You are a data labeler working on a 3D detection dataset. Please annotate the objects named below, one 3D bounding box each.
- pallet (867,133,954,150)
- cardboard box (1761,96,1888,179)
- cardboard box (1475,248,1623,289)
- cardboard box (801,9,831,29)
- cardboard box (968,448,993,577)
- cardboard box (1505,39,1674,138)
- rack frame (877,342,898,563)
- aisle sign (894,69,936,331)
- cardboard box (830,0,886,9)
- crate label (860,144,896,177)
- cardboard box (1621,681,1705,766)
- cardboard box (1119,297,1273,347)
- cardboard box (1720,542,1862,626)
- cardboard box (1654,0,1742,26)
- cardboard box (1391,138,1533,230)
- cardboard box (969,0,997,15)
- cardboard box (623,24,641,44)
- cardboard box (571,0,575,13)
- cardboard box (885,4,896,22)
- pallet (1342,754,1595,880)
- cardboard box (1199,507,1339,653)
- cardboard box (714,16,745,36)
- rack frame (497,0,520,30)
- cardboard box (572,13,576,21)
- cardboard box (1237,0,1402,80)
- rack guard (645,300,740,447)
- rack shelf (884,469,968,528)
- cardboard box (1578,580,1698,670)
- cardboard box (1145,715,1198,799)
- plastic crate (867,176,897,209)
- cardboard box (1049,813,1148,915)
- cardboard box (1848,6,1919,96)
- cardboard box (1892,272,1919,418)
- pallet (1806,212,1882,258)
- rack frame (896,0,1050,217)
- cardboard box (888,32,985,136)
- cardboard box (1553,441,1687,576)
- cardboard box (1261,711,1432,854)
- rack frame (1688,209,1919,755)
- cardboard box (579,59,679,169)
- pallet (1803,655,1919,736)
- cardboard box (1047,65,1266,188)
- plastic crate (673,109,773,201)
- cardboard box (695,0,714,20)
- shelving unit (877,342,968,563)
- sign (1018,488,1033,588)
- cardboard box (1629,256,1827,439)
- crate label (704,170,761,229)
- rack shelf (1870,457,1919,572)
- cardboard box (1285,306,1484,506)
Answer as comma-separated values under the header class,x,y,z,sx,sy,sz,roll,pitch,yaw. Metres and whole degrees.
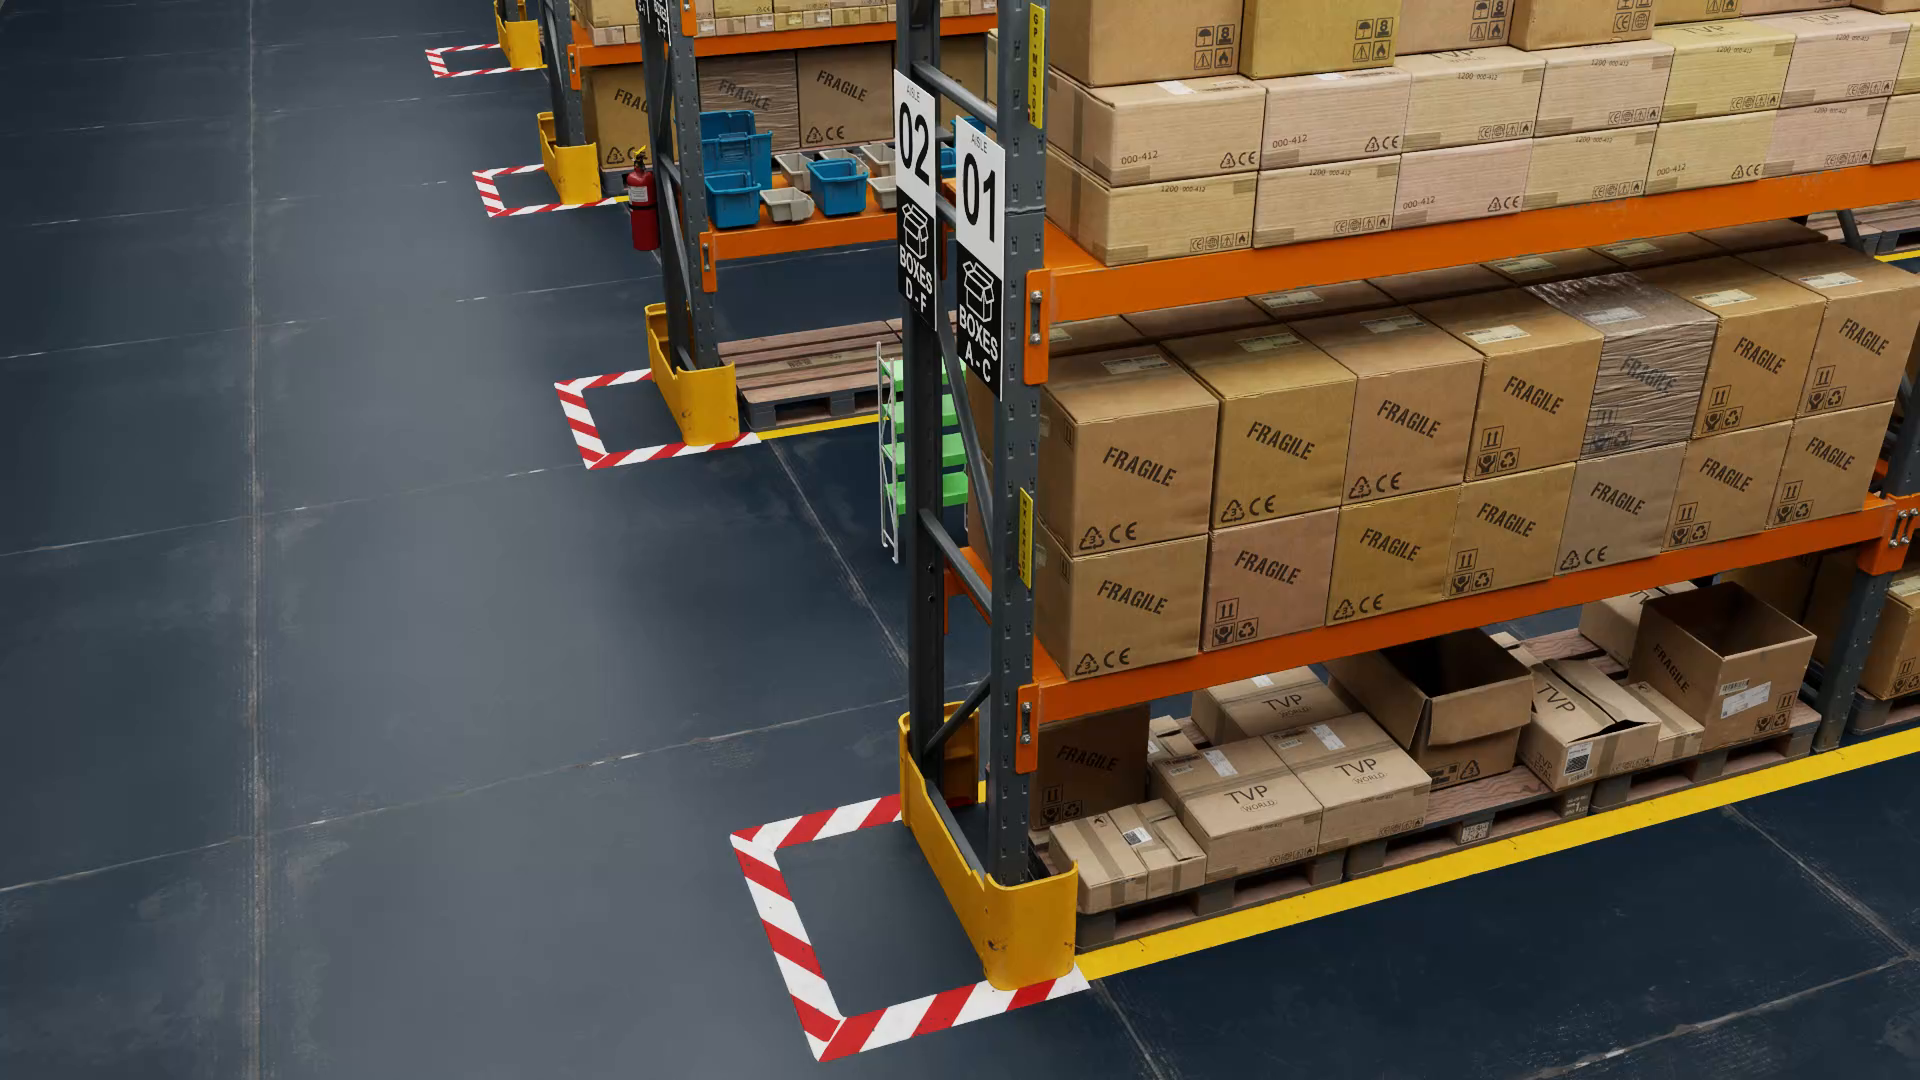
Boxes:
class,x,y,z,sx,sy,sz,roll,pitch,yaw
pallet,-0.422,-3.862,15.816,1.213,0.211,1.003,-10,31,-18
cardboard box,2.934,-1.521,6.011,0.500,0.250,0.500,-10,31,-18
cardboard box,2.264,-0.921,6.726,0.500,0.500,0.500,-11,32,-19
cardboard box,-1.297,-4.589,14.529,0.250,0.149,0.380,-10,31,-17
cardboard box,0.345,-0.128,6.344,0.500,0.500,0.500,-9,31,-16
cardboard box,2.000,-1.561,5.577,0.500,0.250,0.500,-10,31,-18
rack frame,-0.384,-0.451,8.829,0.015,1.200,0.240,-10,31,-18
aisle sign,-0.151,-1.141,5.597,0.004,0.787,0.394,-10,31,-18
cardboard box,-0.967,-4.856,14.594,0.500,0.250,0.500,-10,31,-17
crate label,-0.473,-2.419,10.672,0.243,0.136,0.396,-10,31,-18
cardboard box,3.003,0.798,7.254,0.250,0.149,0.380,-10,31,-18
cardboard box,0.815,-0.651,6.252,0.500,0.500,0.500,-10,31,-16
cardboard box,4.132,0.105,8.116,0.500,0.500,0.500,-11,31,-18
cardboard box,2.342,-2.142,5.838,0.500,0.500,0.700,-10,31,-18
cardboard box,1.531,-1.258,5.549,0.500,0.250,0.500,-10,31,-18
cardboard box,0.147,-4.855,14.995,0.250,0.149,0.380,-10,31,-17
cardboard box,-2.743,-4.322,14.060,0.250,0.149,0.380,-11,31,-18
cardboard box,-4.240,-6.035,18.668,0.250,0.149,0.380,-10,31,-17
cardboard box,-0.576,-4.722,14.761,0.250,0.149,0.380,-10,31,-17
pallet,1.980,0.970,7.334,1.213,0.211,1.003,-10,31,-18
cardboard box,1.010,0.029,6.067,0.500,0.500,0.500,-11,31,-18
cardboard box,-2.021,-4.455,14.294,0.250,0.149,0.380,-11,31,-19
rack frame,-5.066,-6.797,18.150,0.127,3.000,1.000,-10,31,-18
cardboard box,-4.209,-5.862,18.665,0.250,0.149,0.380,-11,31,-18
cardboard box,0.994,-1.806,5.248,0.500,0.500,0.700,-10,31,-18
rack guard,-1.722,-1.084,10.648,0.348,0.500,1.175,-10,31,-18
rack shelf,-0.155,-0.229,9.053,0.480,0.148,0.258,-10,31,-18
cardboard box,3.300,0.377,7.829,0.500,0.311,0.500,-10,31,-18
cardboard box,0.855,0.922,7.019,0.250,0.166,0.380,-10,31,-18
plastic crate,-0.392,-2.116,10.139,0.298,0.136,0.250,-10,31,-18
cardboard box,0.532,1.253,6.456,0.250,0.149,0.380,-10,31,-18
cardboard box,3.408,-1.817,6.026,0.500,0.250,0.500,-10,31,-18
cardboard box,4.291,-0.776,7.056,0.500,0.500,0.700,-22,37,-34
pallet,6.534,-2.465,13.364,1.213,0.211,1.003,-10,31,-18
rack frame,0.020,-2.488,4.527,0.127,3.000,1.000,-10,31,-18
cardboard box,-0.328,-4.351,15.579,0.875,0.875,0.875,-10,31,-18
cardboard box,2.427,-0.231,6.524,0.500,0.500,0.500,-10,31,-17
cardboard box,1.566,0.987,6.820,0.500,0.250,0.500,-10,31,-18
rack frame,3.769,-0.572,7.224,0.127,3.000,1.000,-10,31,-18
cardboard box,-2.859,-3.885,14.761,0.875,0.875,0.875,-10,31,-18
pallet,4.518,0.482,8.191,1.213,0.211,1.003,-10,31,-18
cardboard box,0.592,-1.305,5.126,0.500,0.250,0.500,-10,31,-18
plastic crate,-1.455,-2.366,10.277,0.499,0.435,0.616,-10,31,-18
cardboard box,-2.402,-4.593,14.132,0.500,0.250,0.500,-11,31,-18
shelving unit,-0.155,-0.493,8.903,0.503,1.200,0.258,-10,31,-18
sign,0.209,-0.006,5.356,0.005,0.325,0.100,-10,31,-18
cardboard box,2.906,-0.753,6.430,0.500,0.500,0.500,-11,31,-19
crate label,-1.357,-2.023,9.880,0.303,0.233,0.416,-10,31,-18
rack shelf,5.643,-0.605,8.008,4.000,0.370,1.077,-10,31,-18
cardboard box,1.486,-0.491,5.971,0.500,0.500,0.500,-10,31,-17
